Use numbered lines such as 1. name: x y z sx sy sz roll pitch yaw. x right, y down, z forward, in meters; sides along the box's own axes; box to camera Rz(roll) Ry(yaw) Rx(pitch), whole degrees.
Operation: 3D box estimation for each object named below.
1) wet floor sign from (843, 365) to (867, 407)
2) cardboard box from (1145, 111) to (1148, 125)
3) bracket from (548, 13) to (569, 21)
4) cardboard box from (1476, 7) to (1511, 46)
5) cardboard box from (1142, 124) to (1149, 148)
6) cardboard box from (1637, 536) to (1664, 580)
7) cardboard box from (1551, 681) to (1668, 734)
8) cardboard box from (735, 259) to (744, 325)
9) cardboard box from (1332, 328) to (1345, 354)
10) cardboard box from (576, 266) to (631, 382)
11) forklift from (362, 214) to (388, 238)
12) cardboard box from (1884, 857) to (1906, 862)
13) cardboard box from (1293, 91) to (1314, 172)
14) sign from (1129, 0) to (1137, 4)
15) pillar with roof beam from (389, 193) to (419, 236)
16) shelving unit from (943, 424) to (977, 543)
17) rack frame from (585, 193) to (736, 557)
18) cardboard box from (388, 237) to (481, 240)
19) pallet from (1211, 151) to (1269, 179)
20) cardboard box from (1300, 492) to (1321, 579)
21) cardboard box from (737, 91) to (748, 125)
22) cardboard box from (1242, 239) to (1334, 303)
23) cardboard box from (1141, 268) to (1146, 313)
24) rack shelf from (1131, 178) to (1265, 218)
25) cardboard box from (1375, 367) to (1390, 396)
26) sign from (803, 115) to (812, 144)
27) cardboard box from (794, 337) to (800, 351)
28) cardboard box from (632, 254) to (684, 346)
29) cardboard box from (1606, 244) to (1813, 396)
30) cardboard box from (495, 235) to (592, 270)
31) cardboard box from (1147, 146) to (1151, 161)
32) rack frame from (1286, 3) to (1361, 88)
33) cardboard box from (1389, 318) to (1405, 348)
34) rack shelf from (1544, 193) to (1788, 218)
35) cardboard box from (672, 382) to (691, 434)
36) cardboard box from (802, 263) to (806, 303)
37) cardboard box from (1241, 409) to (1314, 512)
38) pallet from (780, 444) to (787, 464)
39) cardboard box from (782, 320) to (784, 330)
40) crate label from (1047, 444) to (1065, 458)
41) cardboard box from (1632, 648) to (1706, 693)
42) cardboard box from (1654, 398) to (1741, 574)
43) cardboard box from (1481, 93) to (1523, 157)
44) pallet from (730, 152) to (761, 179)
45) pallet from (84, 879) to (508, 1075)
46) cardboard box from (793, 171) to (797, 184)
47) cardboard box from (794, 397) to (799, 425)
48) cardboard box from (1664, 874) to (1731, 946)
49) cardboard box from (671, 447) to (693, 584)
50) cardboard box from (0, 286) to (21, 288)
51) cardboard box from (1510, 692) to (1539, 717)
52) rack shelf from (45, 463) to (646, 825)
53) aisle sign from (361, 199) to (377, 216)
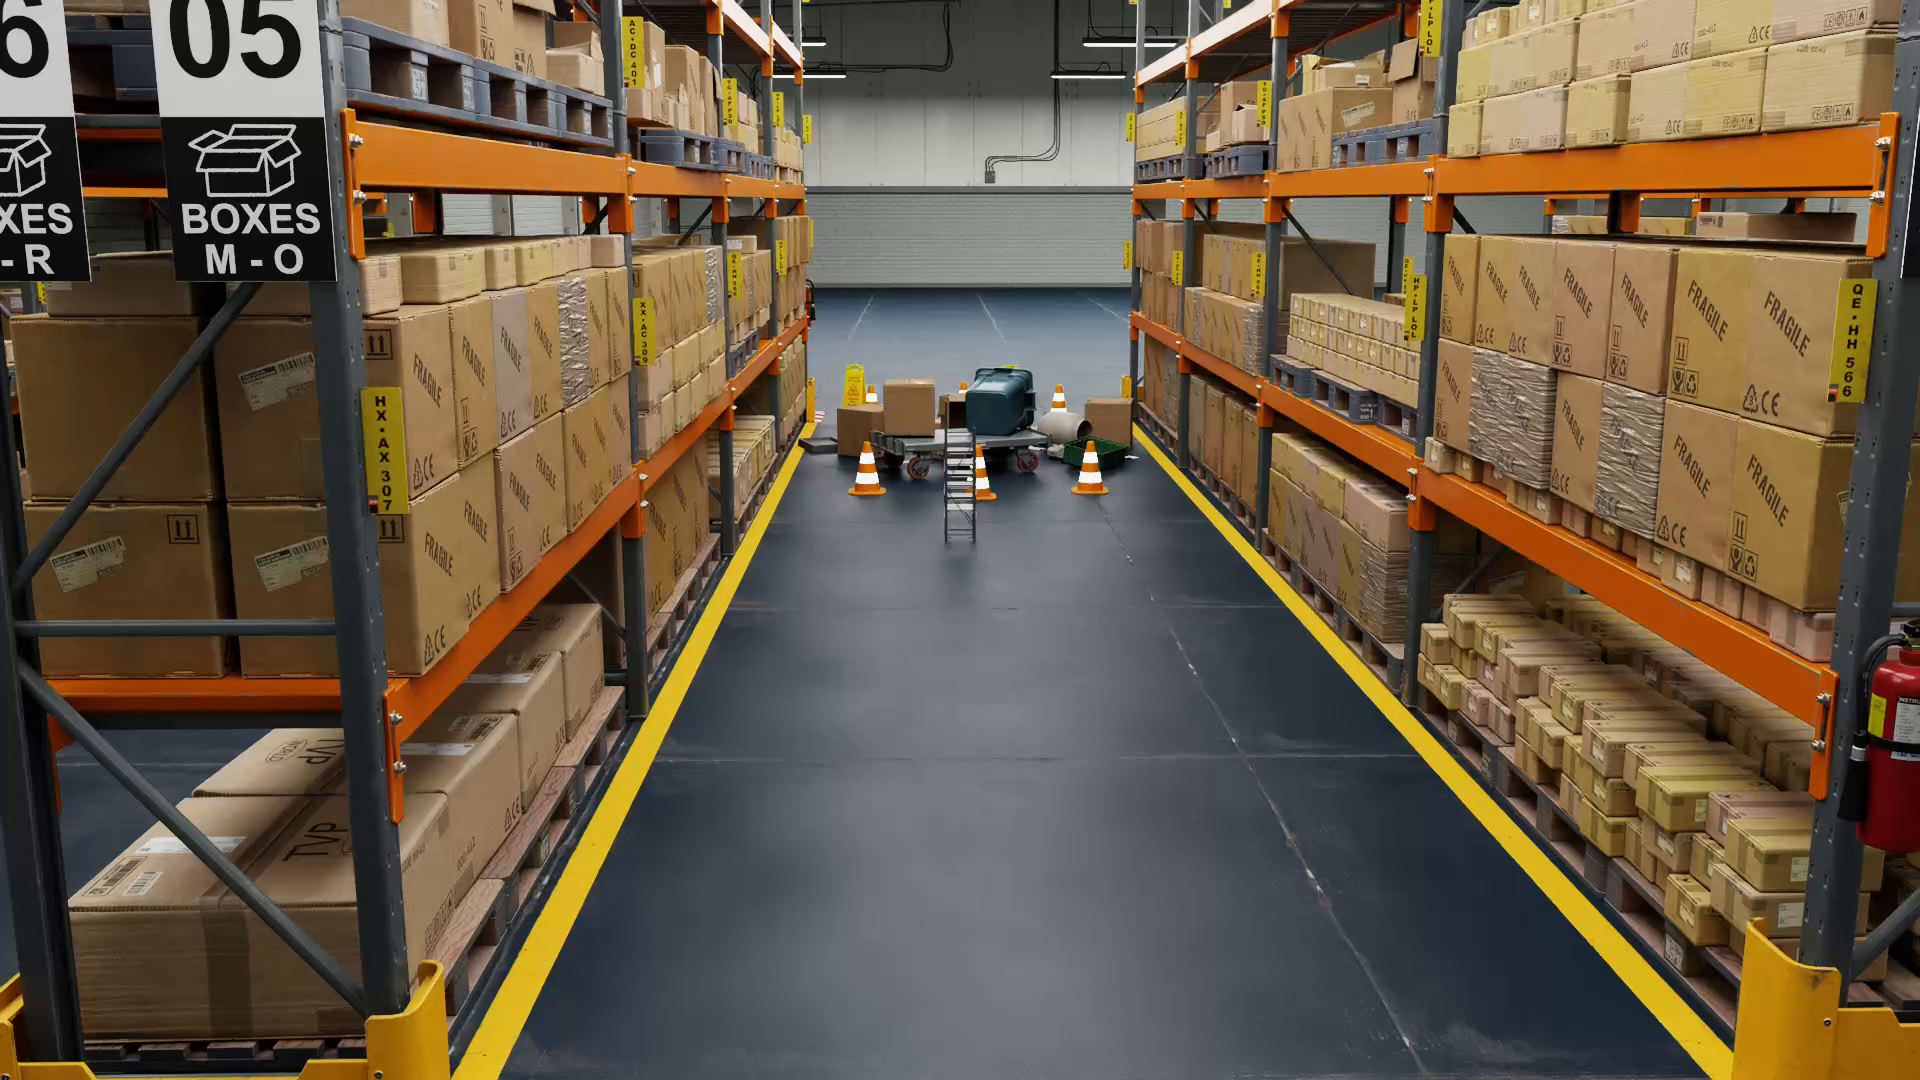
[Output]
1. wet floor sign: -1.292 -1.832 20.465 0.267 0.644 0.232 4 12 18
2. cardboard box: 2.292 -4.758 18.741 0.380 0.149 0.250 0 11 -1
3. bracket: -8.162 -10.469 32.977 0.076 0.066 4.783 0 11 -1
4. cardboard box: 2.573 -2.322 7.535 0.380 0.149 0.250 -1 11 -4
5. cardboard box: 2.354 -4.583 18.883 0.500 0.250 0.500 0 11 -2
6. cardboard box: 2.638 0.054 5.882 0.380 0.149 0.250 -1 11 -4
7. cardboard box: 2.644 0.681 6.774 0.380 0.149 0.250 0 11 -1
8. cardboard box: -1.988 -1.948 13.060 0.500 0.500 0.500 0 11 2
9. cardboard box: 2.592 -1.269 10.598 0.380 0.149 0.250 0 11 -2
10. cardboard box: -1.824 -1.004 7.699 0.500 0.500 0.500 0 11 -2
11. forklift: -4.760 -1.261 12.062 1.129 2.867 3.031 0 11 -2
12. cardboard box: 3.216 1.082 5.546 0.380 0.149 0.250 0 11 -1
13. cardboard box: 2.518 -2.699 11.021 0.500 0.500 0.500 0 11 -1
14. sign: 2.034 -6.458 19.512 0.100 0.325 0.005 0 11 -1
15. pillar with roof beam: -4.027 -6.931 24.588 9.100 9.000 0.400 0 11 -1
16. shelving unit: 0.000 -0.439 12.962 0.258 0.900 0.210 0 11 -1
17. rack frame: -2.192 -1.353 12.185 1.000 3.000 0.127 0 11 -1
18. cardboard box: -2.294 -1.250 7.276 0.380 0.149 0.250 0 11 -2
19. pallet: 2.662 -3.121 13.830 1.003 0.211 1.213 0 11 1
20. cardboard box: 2.543 -0.031 10.897 0.500 0.500 0.500 -1 11 -3
21. cardboard box: -2.093 -3.678 14.165 0.500 0.250 0.500 0 11 0
22. cardboard box: 2.731 -2.224 13.713 0.700 0.500 0.500 0 11 -2
23. cardboard box: 2.642 -2.984 19.845 0.875 0.550 0.550 0 11 -1
24. rack shelf: 2.630 -3.704 18.036 1.077 0.370 4.000 0 11 -1
25. cardboard box: 2.617 -0.910 9.577 0.380 0.149 0.250 -1 11 -4
26. sign: -1.802 -4.846 19.629 0.100 0.325 0.005 0 11 -1
27. cardboard box: -2.004 -2.206 18.732 0.380 0.149 0.250 0 11 0
28. cardboard box: -1.878 -1.386 9.582 0.500 0.500 0.500 -1 11 -3
29. cardboard box: 2.631 -0.782 5.856 0.500 0.500 0.500 0 11 2
30. cardboard box: -1.888 -1.302 7.536 0.380 0.149 0.250 0 11 0
31. cardboard box: 2.297 -4.315 18.566 0.380 0.149 0.250 0 11 -1
32. rack frame: 2.758 -4.334 11.788 0.949 2.616 0.053 0 11 -1
33. cardboard box: 2.624 -1.156 9.295 0.380 0.149 0.250 -1 11 -3
34. rack shelf: 7.591 -3.704 18.038 1.077 0.370 4.000 0 11 -1
35. cardboard box: -1.862 -0.778 9.726 0.500 0.250 0.500 0 11 -2
36. cardboard box: -2.071 -3.031 19.458 0.500 0.500 0.500 0 11 -2
37. cardboard box: 2.832 -0.618 13.164 1.050 0.750 0.750 0 11 -2
38. pallet: -2.324 -0.915 17.039 1.003 0.211 1.213 0 11 -1
39. cardboard box: -2.024 -2.241 17.193 0.380 0.149 0.250 0 11 1
40. crate label: 1.056 -0.912 17.211 0.298 0.136 0.250 -10 15 -40
41. cardboard box: 3.187 0.576 7.291 0.380 0.149 0.250 -1 11 -4
42. cardboard box: 2.648 -0.189 5.446 0.500 0.500 0.500 0 11 -2
43. cardboard box: 2.602 -1.802 7.232 0.500 0.250 0.500 0 11 -2
44. pallet: -2.344 -3.197 14.201 1.213 0.211 1.003 0 11 -1
45. pallet: -2.122 1.445 5.405 1.003 0.211 1.213 0 11 -1
46. cardboard box: -2.061 -4.118 18.902 0.380 0.149 0.250 0 11 1
47. cardboard box: -2.053 -1.435 18.448 0.500 0.250 0.500 -1 11 -3
48. cardboard box: 2.594 1.234 5.549 0.380 0.149 0.250 0 11 1
49. cardboard box: -2.247 -0.203 10.802 0.875 0.875 0.875 0 11 0
50. cardboard box: -7.500 -1.915 13.069 0.380 0.149 0.250 0 11 -2
51. cardboard box: 2.646 0.727 7.297 0.380 0.149 0.250 0 11 1
52. rack shelf: -2.068 0.192 6.377 1.077 0.370 4.000 0 11 -1
53. aisle sign: -7.028 -4.211 19.731 0.394 0.787 0.004 0 11 -1
